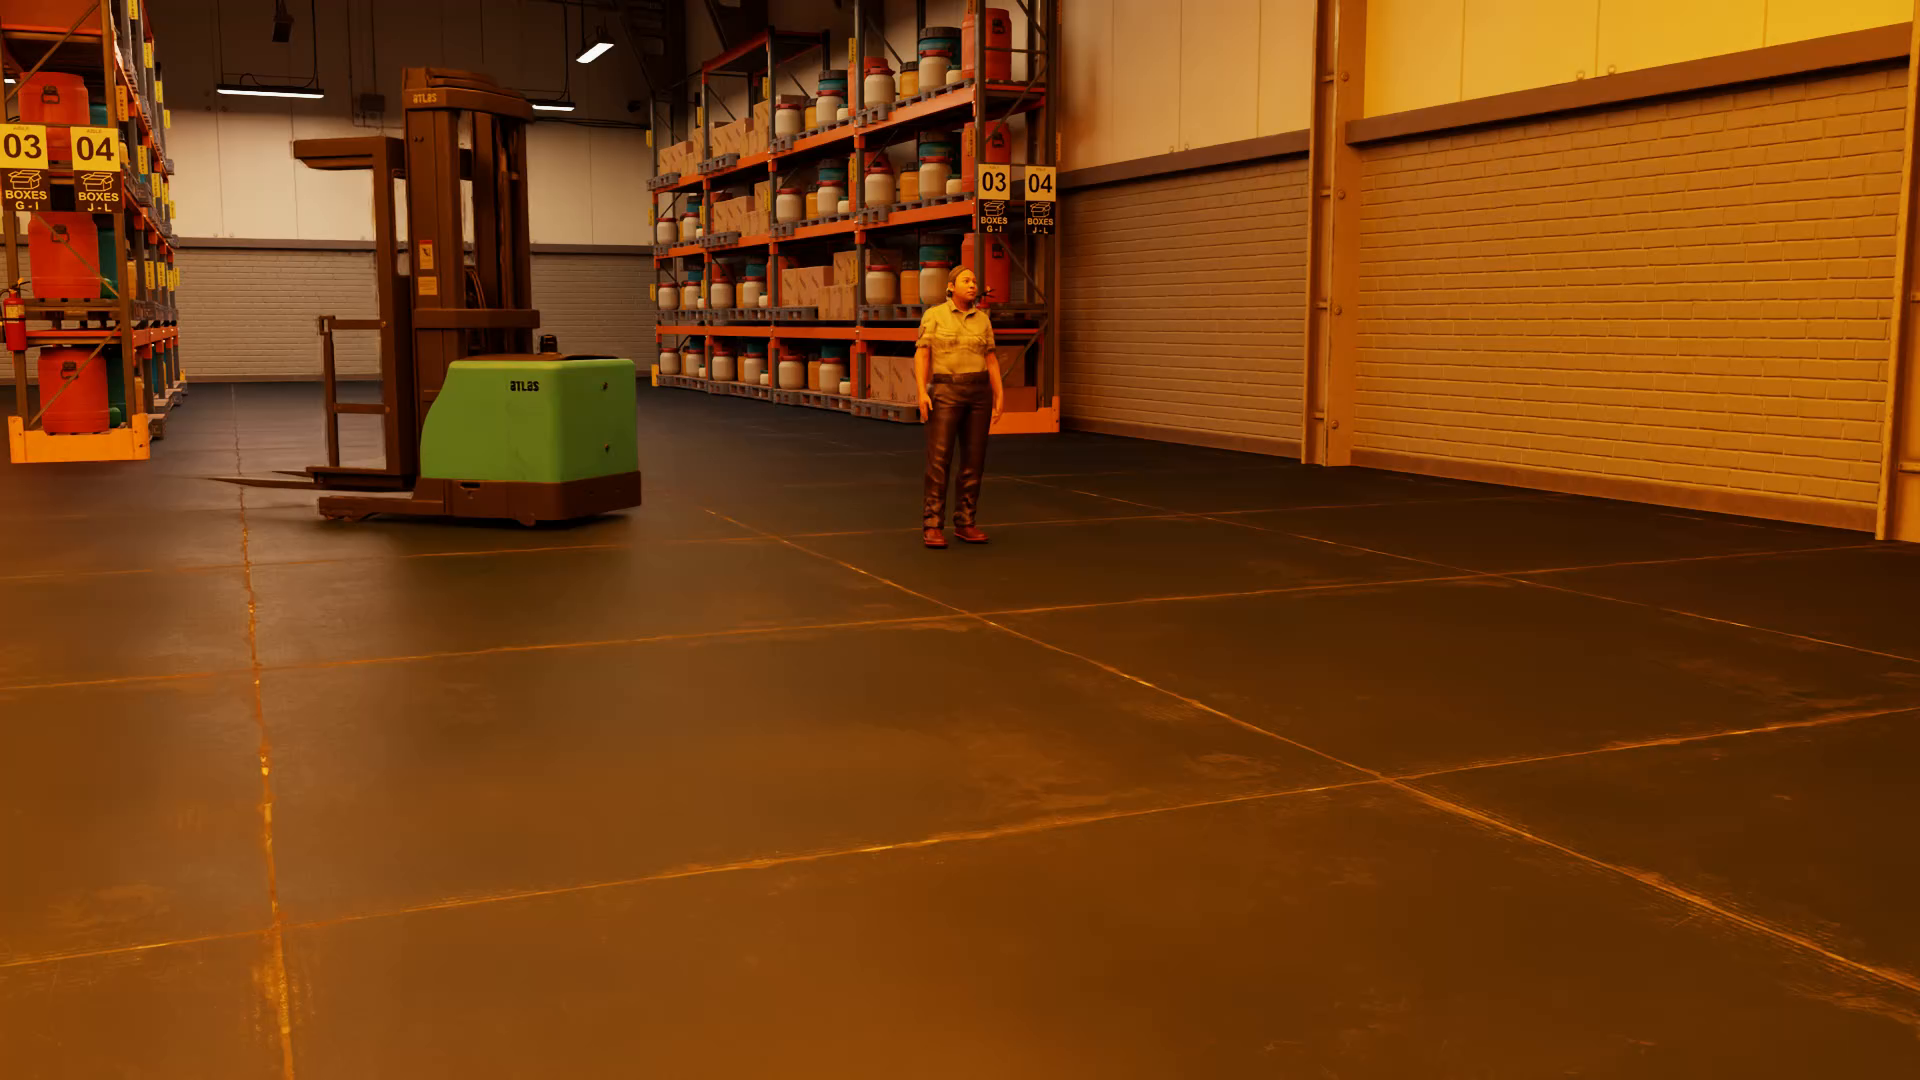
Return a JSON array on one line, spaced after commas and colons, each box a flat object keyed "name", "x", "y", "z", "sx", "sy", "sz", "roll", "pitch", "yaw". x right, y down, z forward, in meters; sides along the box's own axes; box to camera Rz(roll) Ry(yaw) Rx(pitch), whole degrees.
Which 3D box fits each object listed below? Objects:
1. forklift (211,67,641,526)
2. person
[{"name": "forklift", "x": -3.759, "y": -1.635, "z": 11.340, "sx": 3.031, "sy": 2.935, "sz": 1.130, "roll": 3, "pitch": 8, "yaw": 21}, {"name": "person", "x": 0.015, "y": -0.809, "z": 9.955, "sx": 0.598, "sy": 1.643, "sz": 0.503, "roll": -3, "pitch": 8, "yaw": -23}]
